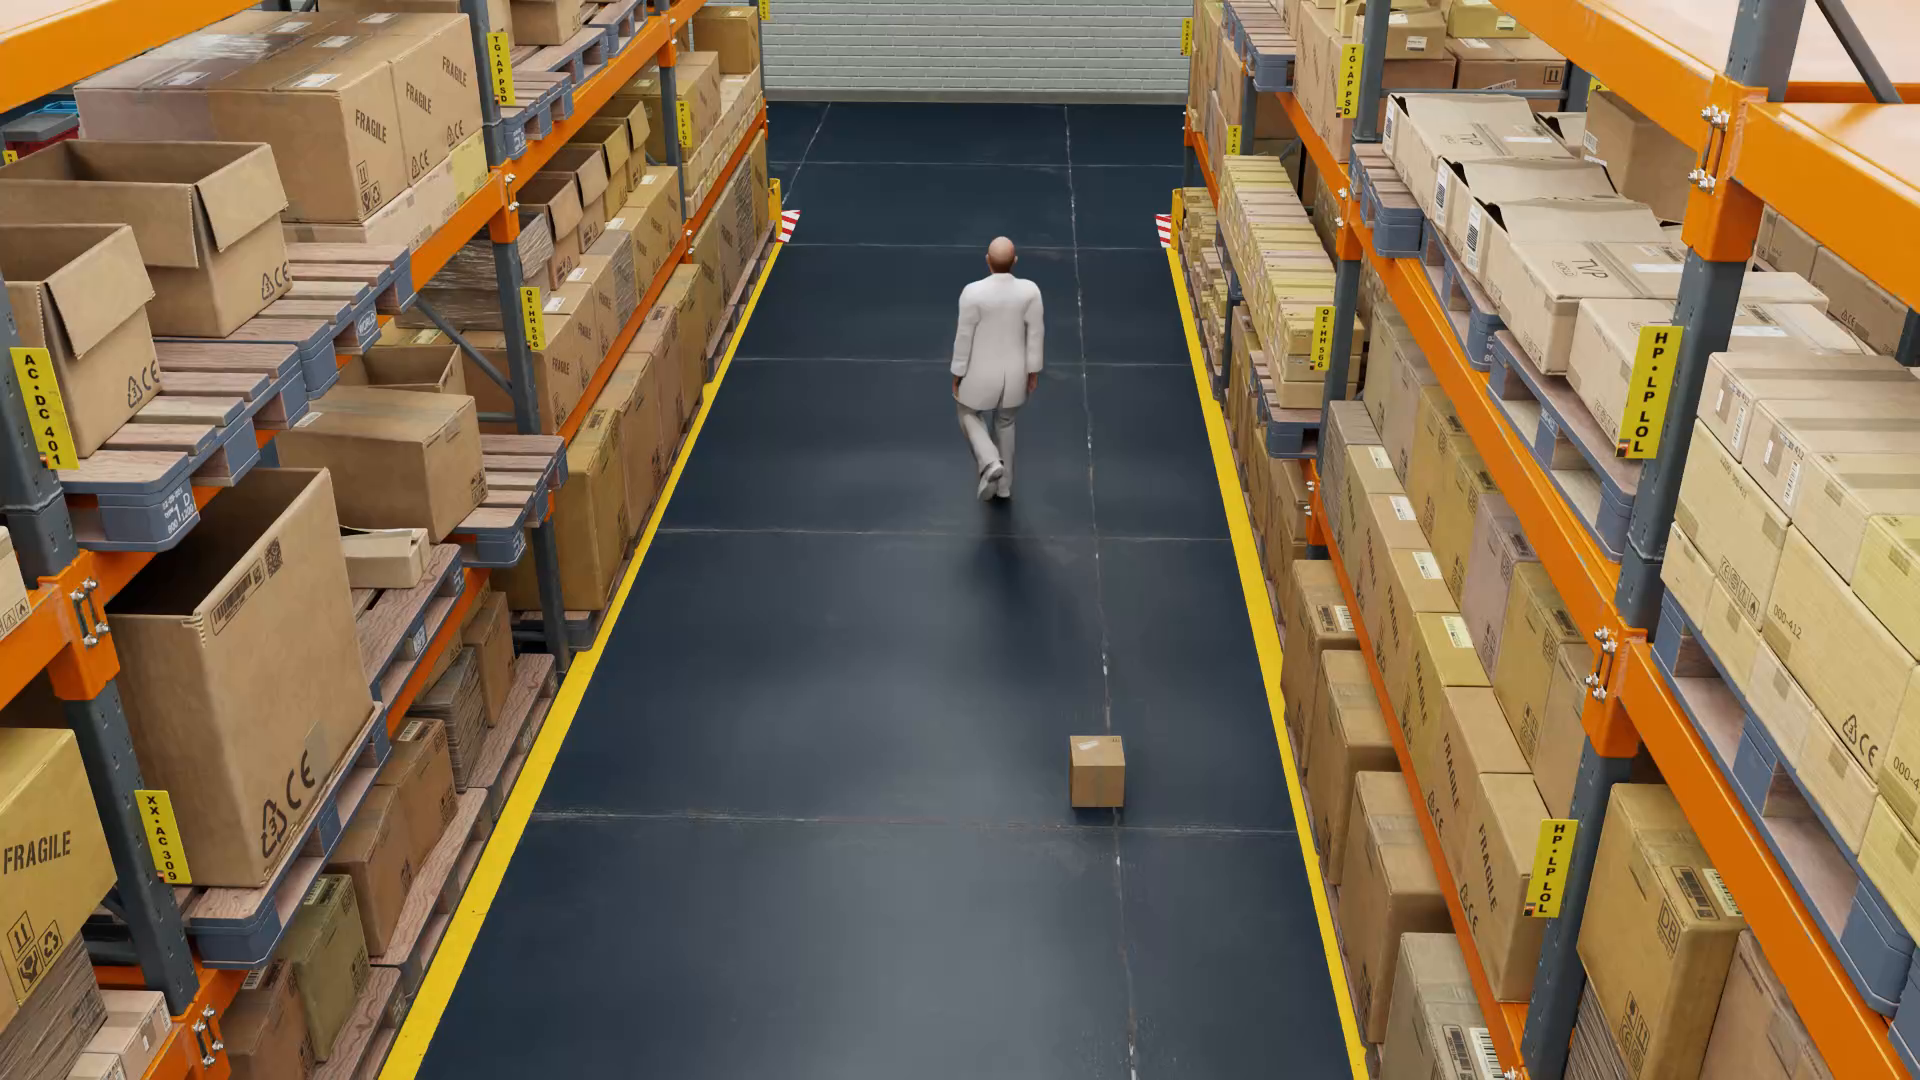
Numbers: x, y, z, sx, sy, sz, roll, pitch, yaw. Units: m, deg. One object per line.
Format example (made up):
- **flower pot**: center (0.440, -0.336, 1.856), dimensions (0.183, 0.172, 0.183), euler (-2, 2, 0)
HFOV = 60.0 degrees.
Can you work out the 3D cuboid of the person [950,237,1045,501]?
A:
- **person**: center (0.229, -1.093, 10.662), dimensions (0.610, 1.767, 0.553), euler (-8, 29, -14)
